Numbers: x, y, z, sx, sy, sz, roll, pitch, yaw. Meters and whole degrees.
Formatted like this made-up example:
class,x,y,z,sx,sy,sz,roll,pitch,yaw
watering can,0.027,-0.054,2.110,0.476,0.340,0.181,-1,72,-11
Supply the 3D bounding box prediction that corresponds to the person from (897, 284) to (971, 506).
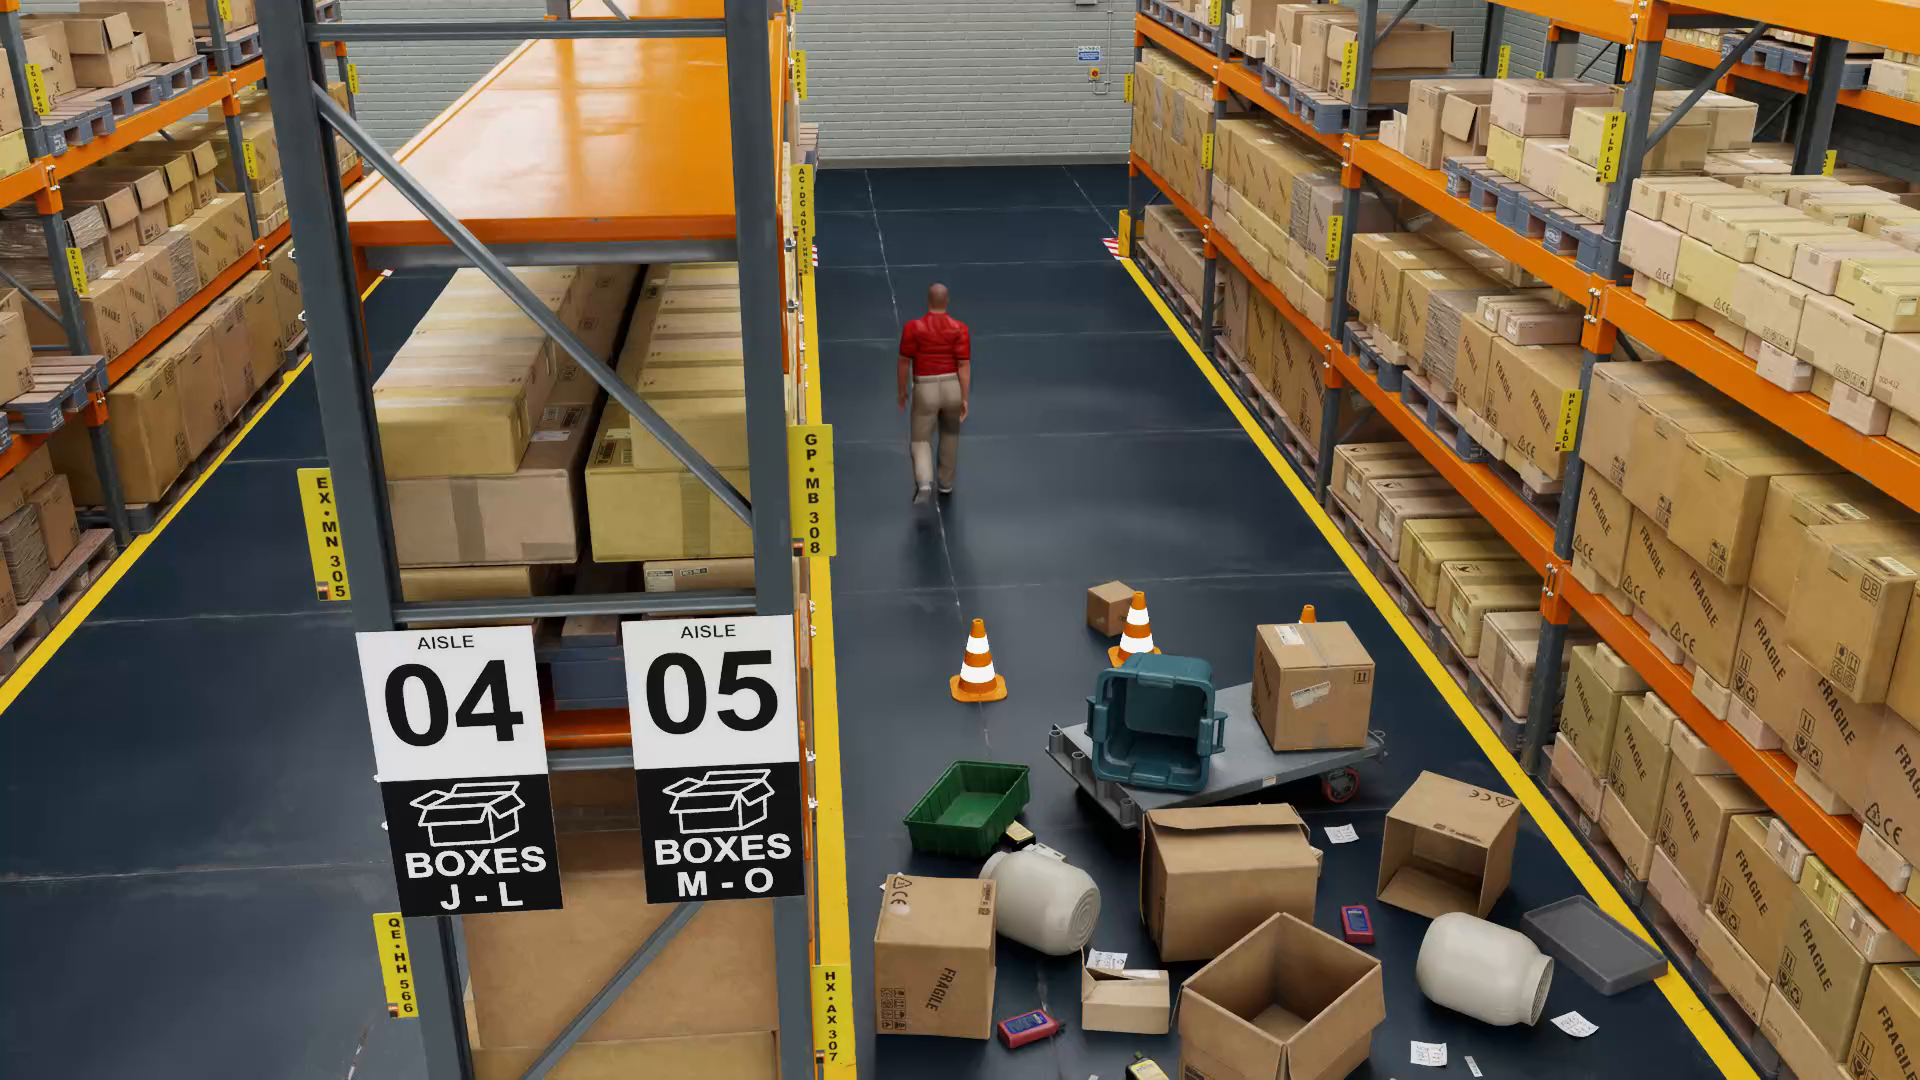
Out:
class,x,y,z,sx,sy,sz,roll,pitch,yaw
person,-0.194,-1.091,12.603,0.550,1.684,0.880,-2,24,-5
